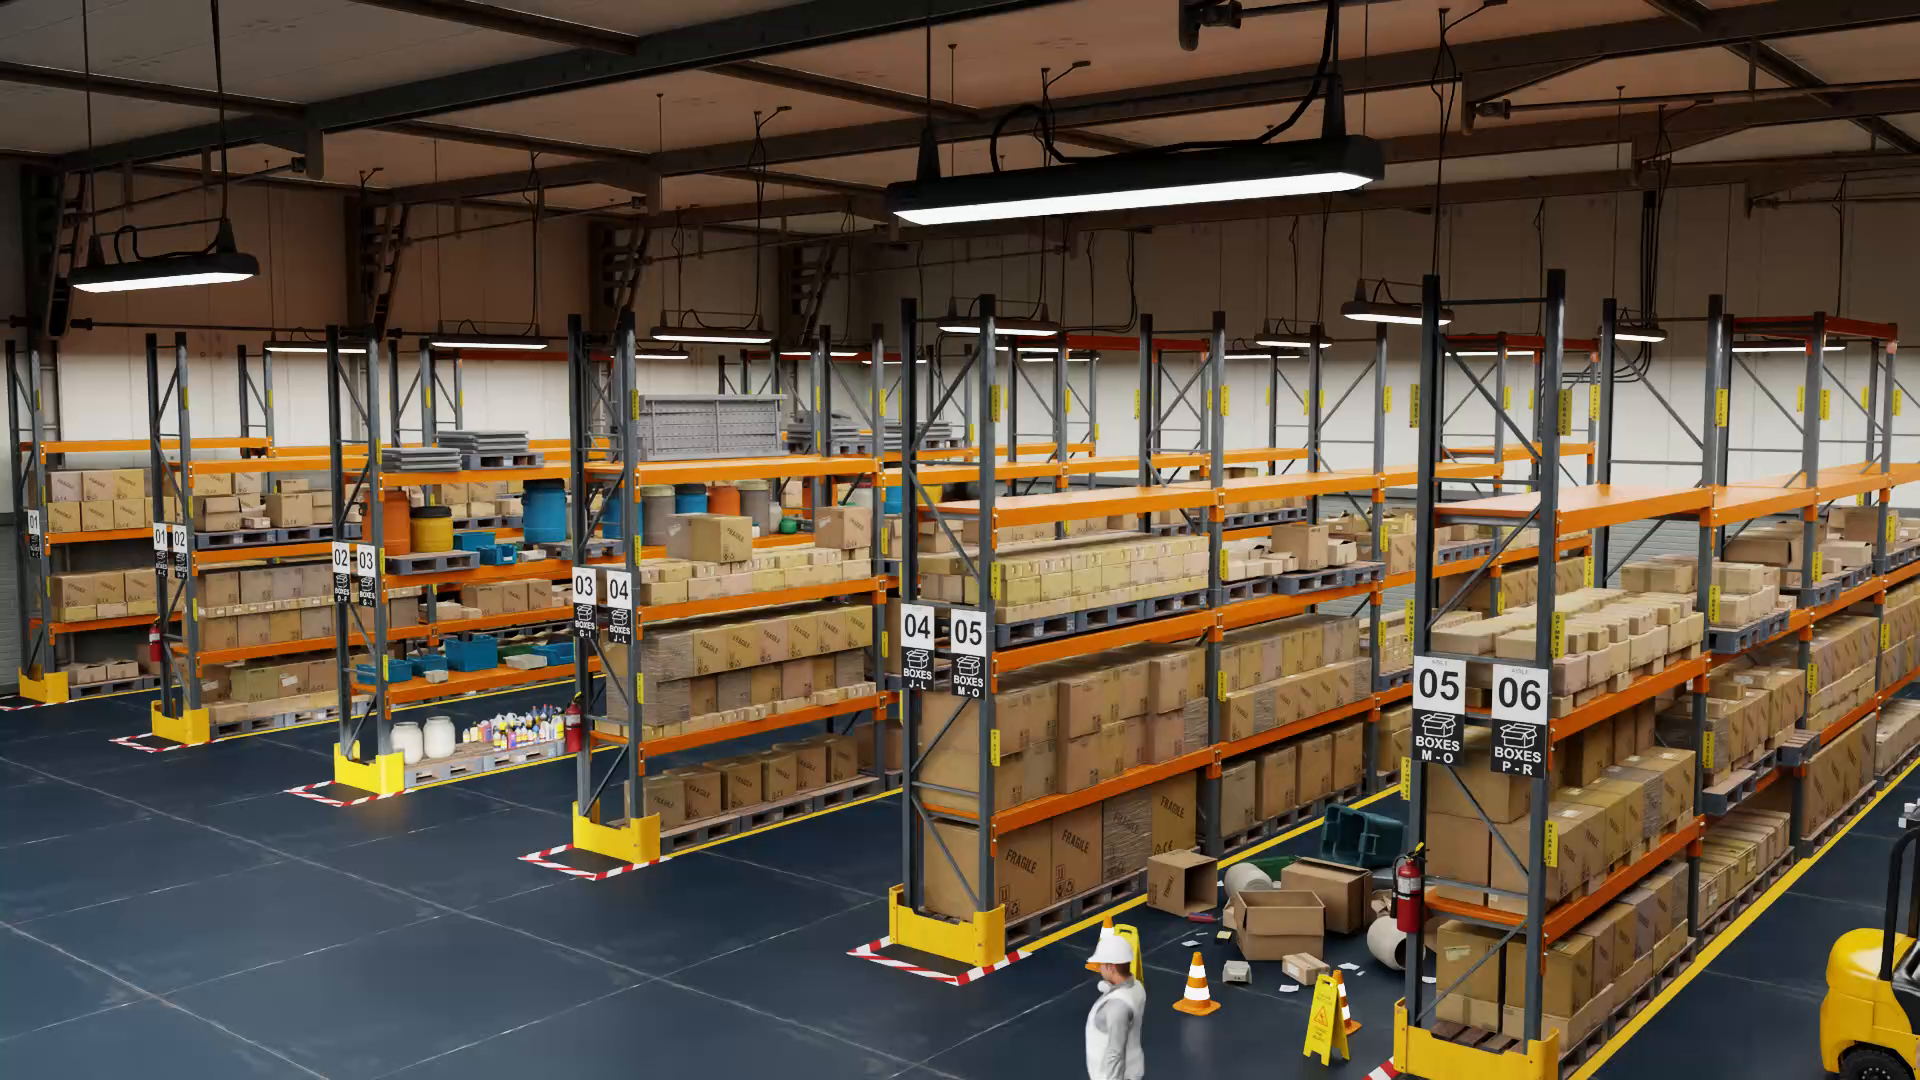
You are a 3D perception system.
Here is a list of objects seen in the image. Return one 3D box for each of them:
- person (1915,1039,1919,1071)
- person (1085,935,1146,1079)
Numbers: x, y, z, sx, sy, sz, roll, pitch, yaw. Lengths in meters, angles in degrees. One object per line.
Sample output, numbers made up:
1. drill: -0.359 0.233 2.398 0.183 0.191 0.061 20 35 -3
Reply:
1. person: 5.165 3.593 8.984 1.082 1.525 0.535 2 5 16
2. person: 0.930 3.343 10.410 0.448 1.770 0.590 1 5 8
